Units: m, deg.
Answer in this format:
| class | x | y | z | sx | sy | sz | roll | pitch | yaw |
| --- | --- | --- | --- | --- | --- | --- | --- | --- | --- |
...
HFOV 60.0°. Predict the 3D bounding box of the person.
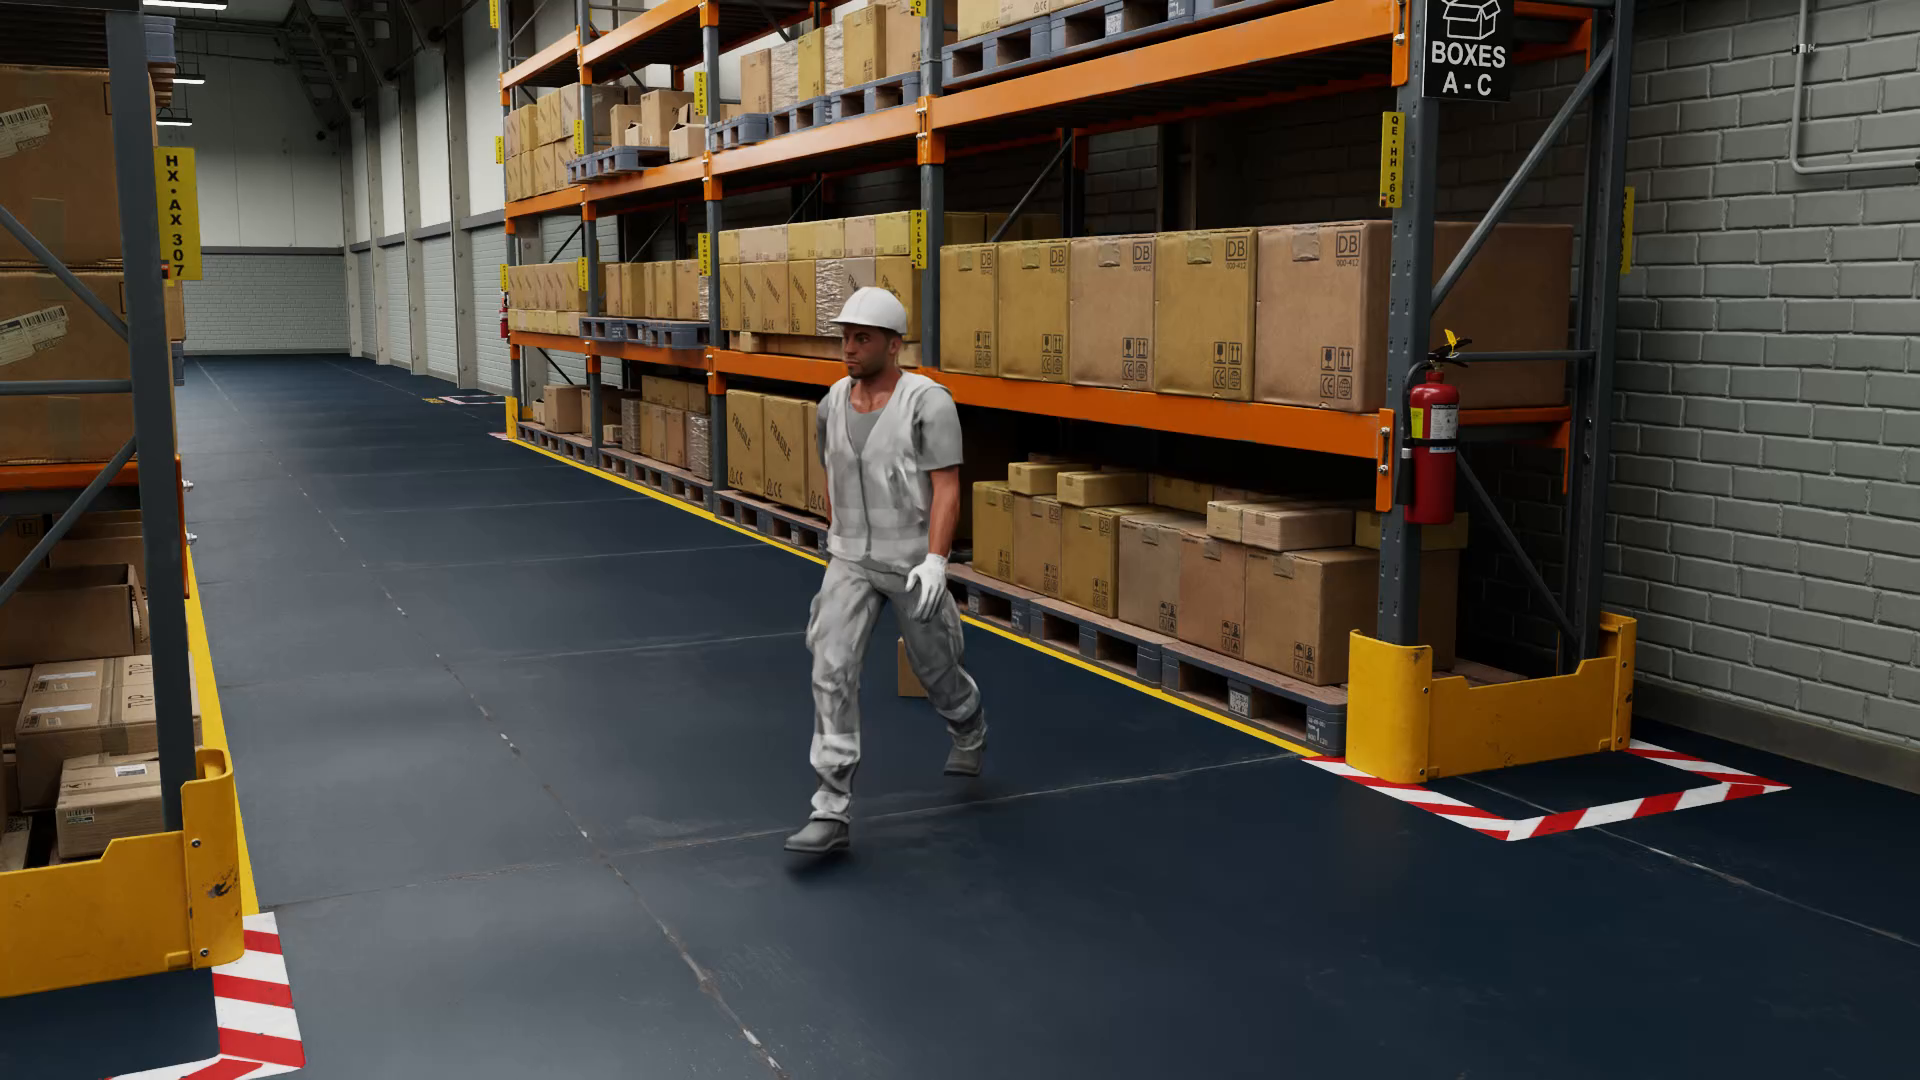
| class | x | y | z | sx | sy | sz | roll | pitch | yaw |
| --- | --- | --- | --- | --- | --- | --- | --- | --- | --- |
| person | -0.221 | 0.066 | 5.338 | 0.541 | 1.737 | 1.110 | 3 | 9 | 21 |
